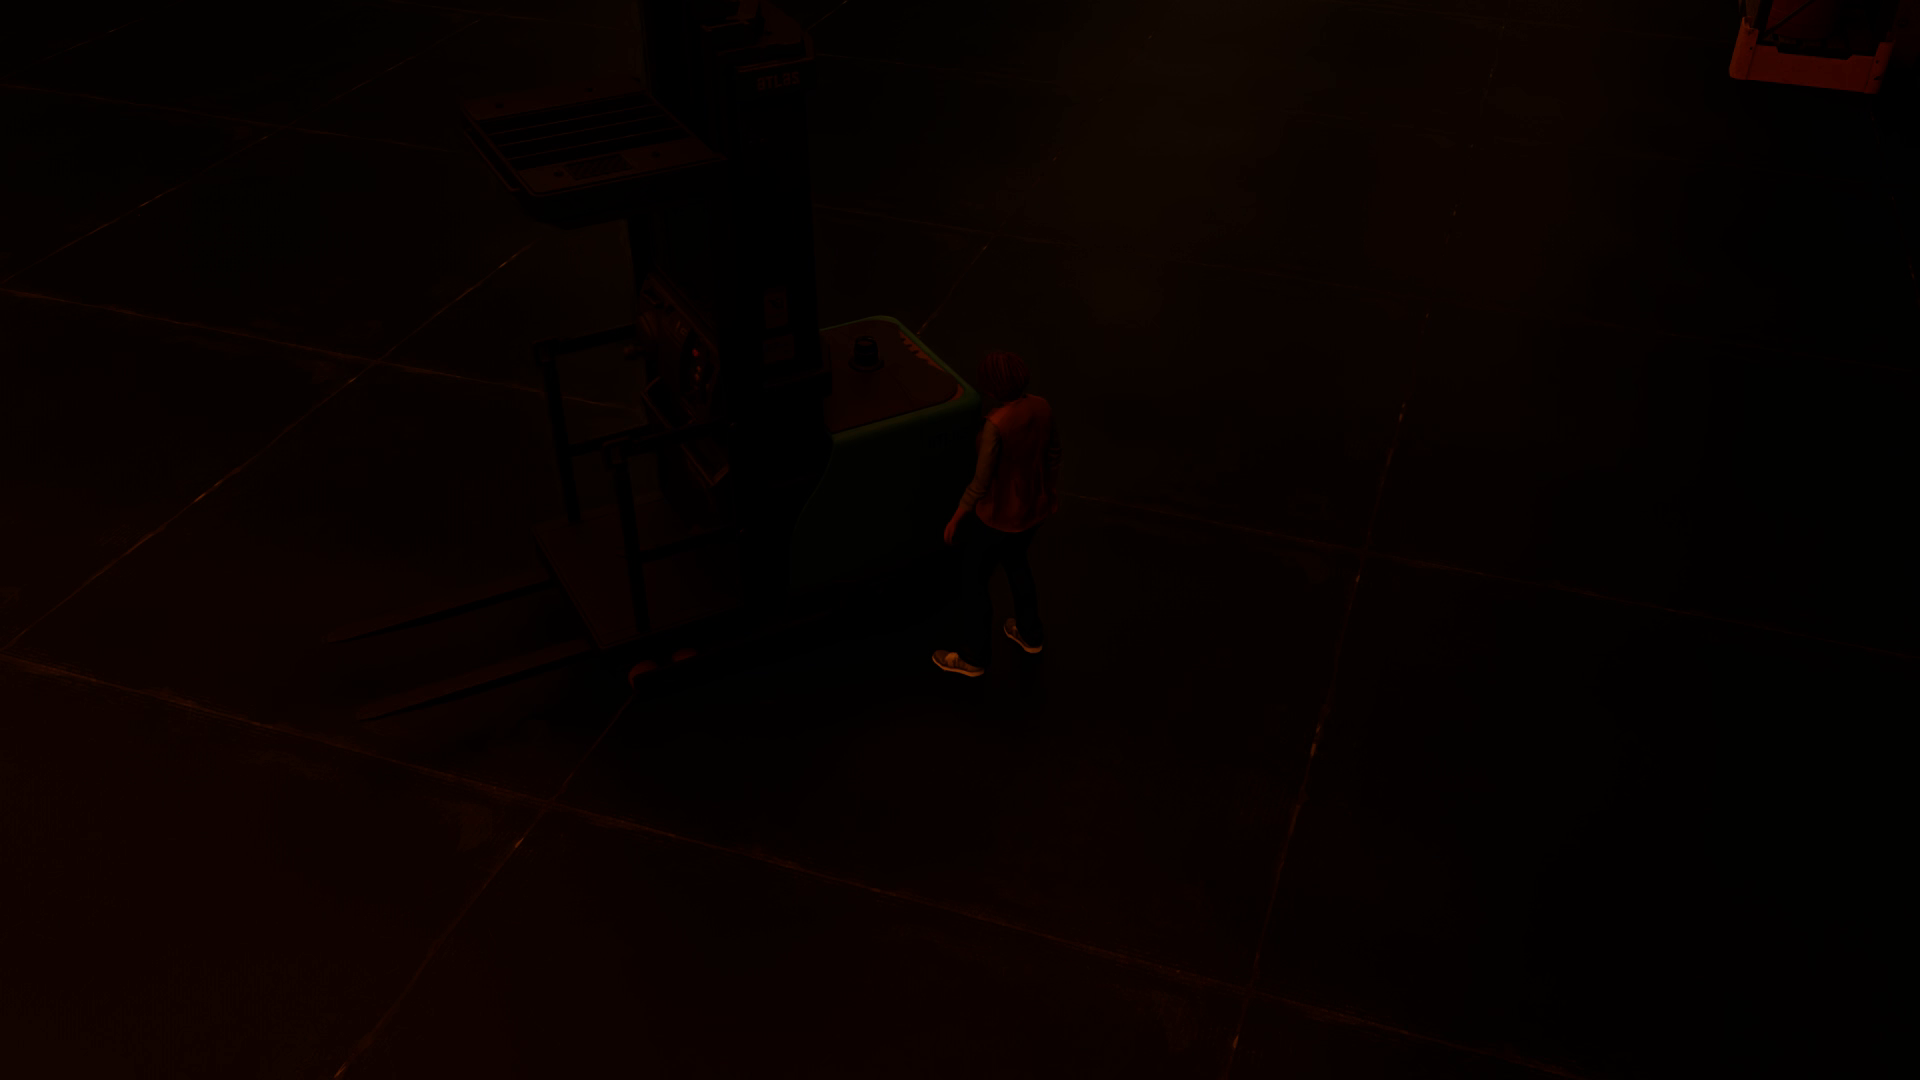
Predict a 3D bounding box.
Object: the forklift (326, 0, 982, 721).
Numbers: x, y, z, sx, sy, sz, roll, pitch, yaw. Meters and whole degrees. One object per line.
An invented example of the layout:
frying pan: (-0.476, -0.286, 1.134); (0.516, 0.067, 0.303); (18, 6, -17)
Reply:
forklift: (-1.425, -0.825, 7.275); (3.031, 2.935, 1.130); (-18, 39, -23)

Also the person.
person: (0.202, -0.127, 7.470); (0.363, 1.571, 0.641); (28, 44, 34)
